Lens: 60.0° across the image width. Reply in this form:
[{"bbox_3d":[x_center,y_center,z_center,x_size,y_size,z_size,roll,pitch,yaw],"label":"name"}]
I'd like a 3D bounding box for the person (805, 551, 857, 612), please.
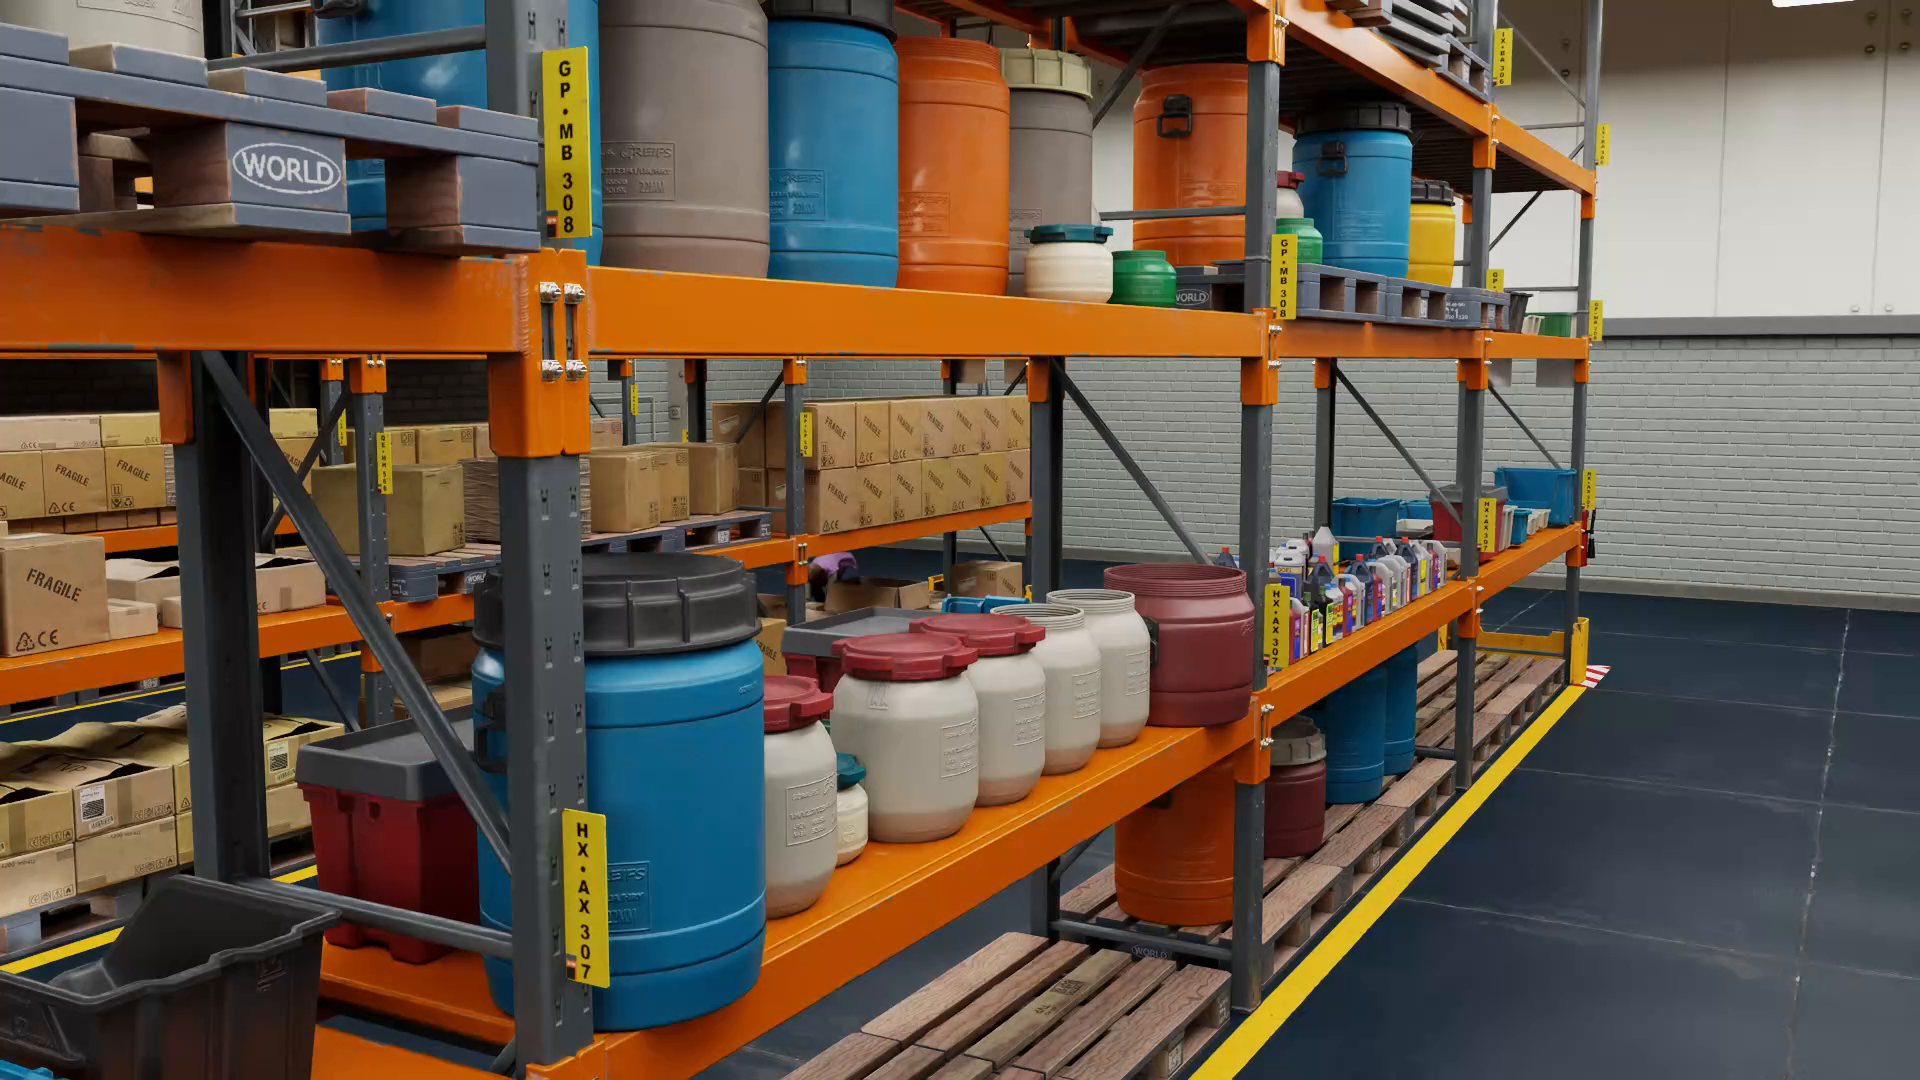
[{"bbox_3d":[-1.312,0.491,16.595,0.429,0.773,0.873,3,7,23],"label":"person"}]
